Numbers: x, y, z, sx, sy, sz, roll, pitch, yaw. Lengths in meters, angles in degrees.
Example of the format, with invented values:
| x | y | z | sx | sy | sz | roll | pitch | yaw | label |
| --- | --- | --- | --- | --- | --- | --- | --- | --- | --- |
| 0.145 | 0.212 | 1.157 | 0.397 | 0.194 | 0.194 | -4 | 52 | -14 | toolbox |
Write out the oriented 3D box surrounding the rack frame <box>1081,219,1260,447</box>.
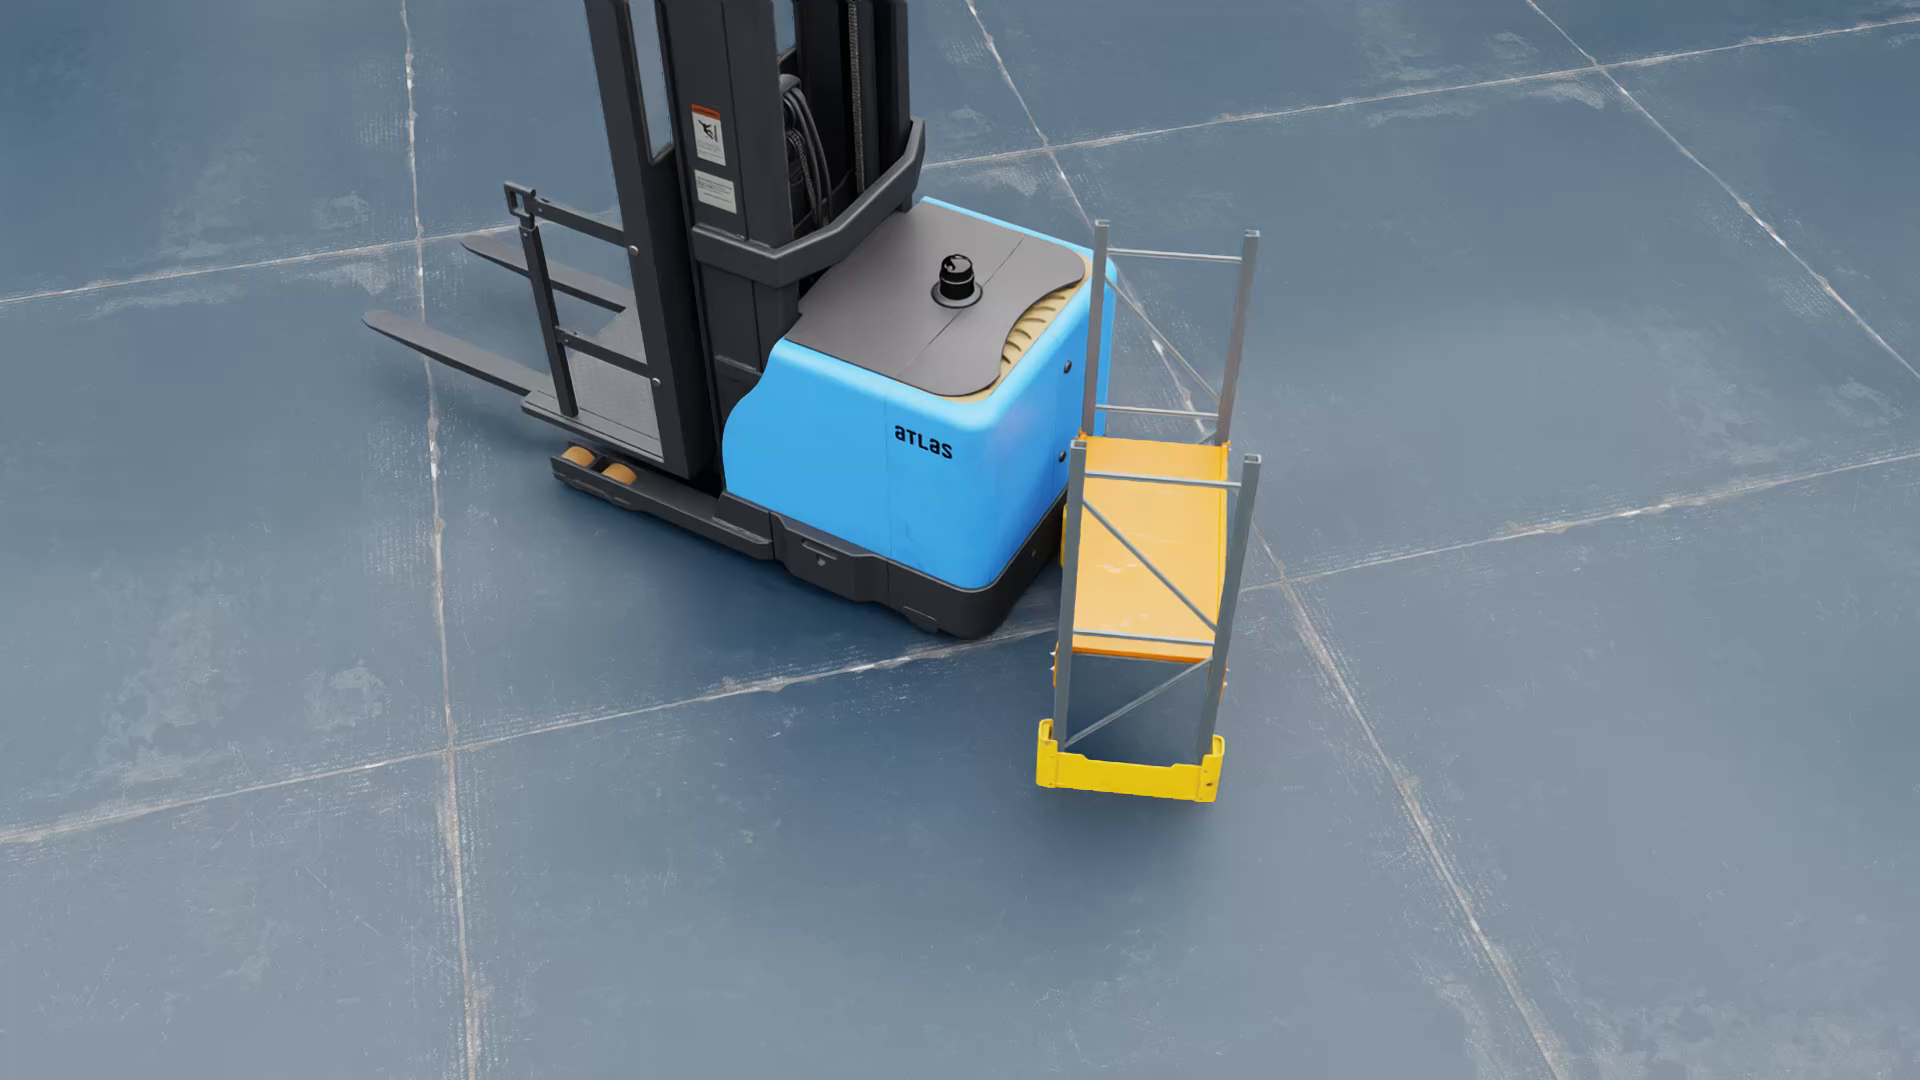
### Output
| x | y | z | sx | sy | sz | roll | pitch | yaw | label |
| --- | --- | --- | --- | --- | --- | --- | --- | --- | --- |
| 0.664 | -0.429 | 5.621 | 0.500 | 1.500 | 0.032 | 5 | 46 | 5 | rack frame |

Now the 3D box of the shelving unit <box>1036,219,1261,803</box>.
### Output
| x | y | z | sx | sy | sz | roll | pitch | yaw | label |
| --- | --- | --- | --- | --- | --- | --- | --- | --- | --- |
| 0.604 | -0.075 | 5.274 | 0.587 | 1.500 | 1.083 | 5 | 46 | 5 | shelving unit |

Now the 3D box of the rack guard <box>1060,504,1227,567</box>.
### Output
| x | y | z | sx | sy | sz | roll | pitch | yaw | label |
| --- | --- | --- | --- | --- | --- | --- | --- | --- | --- |
| 0.664 | 0.009 | 6.066 | 0.587 | 0.250 | 0.087 | 5 | 46 | 5 | rack guard |

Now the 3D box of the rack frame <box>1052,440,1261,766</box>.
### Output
| x | y | z | sx | sy | sz | roll | pitch | yaw | label |
| --- | --- | --- | --- | --- | --- | --- | --- | --- | --- |
| 0.542 | 0.291 | 4.914 | 0.500 | 1.500 | 0.032 | 5 | 46 | 5 | rack frame |

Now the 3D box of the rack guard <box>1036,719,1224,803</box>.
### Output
| x | y | z | sx | sy | sz | roll | pitch | yaw | label |
| --- | --- | --- | --- | --- | --- | --- | --- | --- | --- |
| 0.544 | 0.715 | 5.374 | 0.587 | 0.250 | 0.087 | 5 | 46 | 5 | rack guard |

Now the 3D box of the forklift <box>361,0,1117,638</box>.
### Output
| x | y | z | sx | sy | sz | roll | pitch | yaw | label |
| --- | --- | --- | --- | --- | --- | --- | --- | --- | --- |
| -0.983 | -1.461 | 5.629 | 3.031 | 2.935 | 1.130 | 22 | 49 | 20 | forklift |

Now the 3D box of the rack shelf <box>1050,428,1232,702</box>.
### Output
| x | y | z | sx | sy | sz | roll | pitch | yaw | label |
| --- | --- | --- | --- | --- | --- | --- | --- | --- | --- |
| 0.603 | 0.057 | 5.396 | 0.538 | 0.185 | 1.000 | 5 | 46 | 5 | rack shelf |
